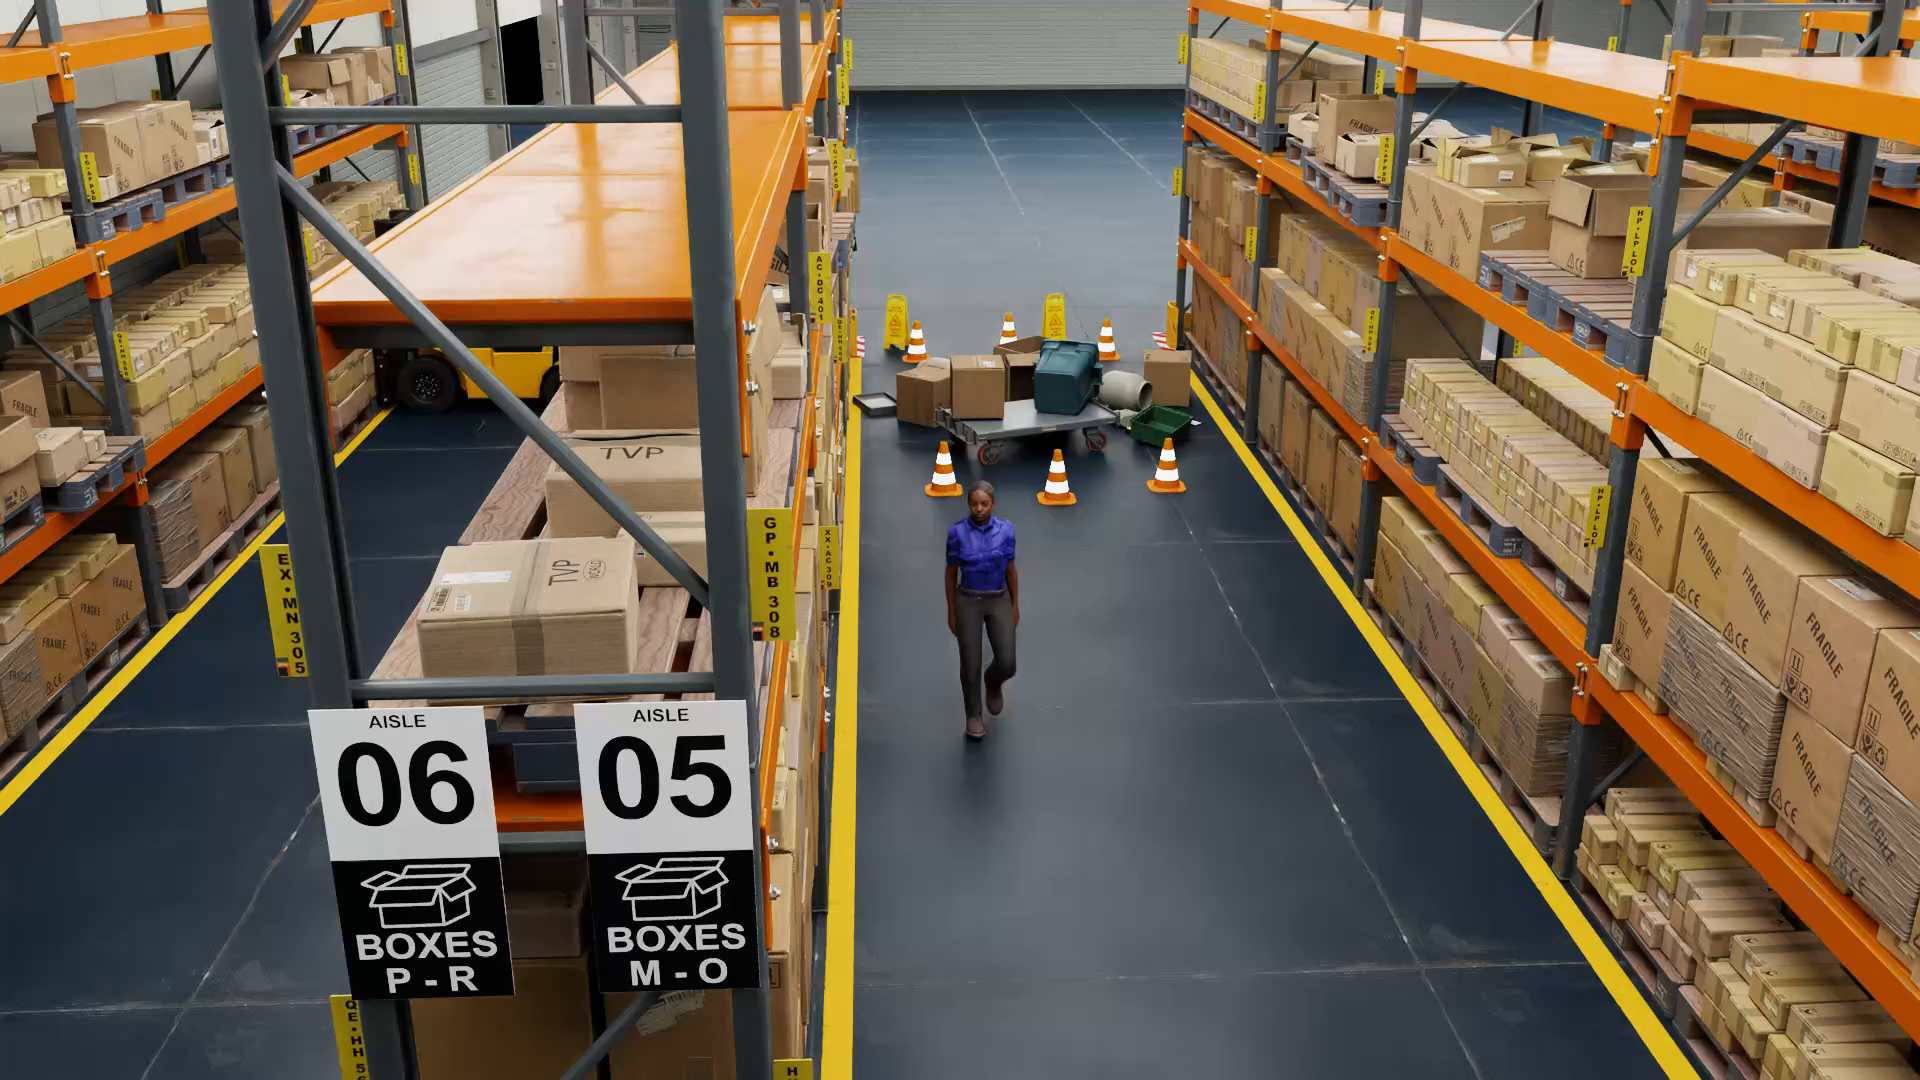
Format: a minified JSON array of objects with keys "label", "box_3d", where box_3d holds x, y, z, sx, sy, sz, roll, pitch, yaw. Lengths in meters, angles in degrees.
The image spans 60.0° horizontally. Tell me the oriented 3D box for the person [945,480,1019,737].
[{"label":"person","box_3d":[0.140,0.415,10.402,0.472,1.651,0.472,-1,21,-3]}]
